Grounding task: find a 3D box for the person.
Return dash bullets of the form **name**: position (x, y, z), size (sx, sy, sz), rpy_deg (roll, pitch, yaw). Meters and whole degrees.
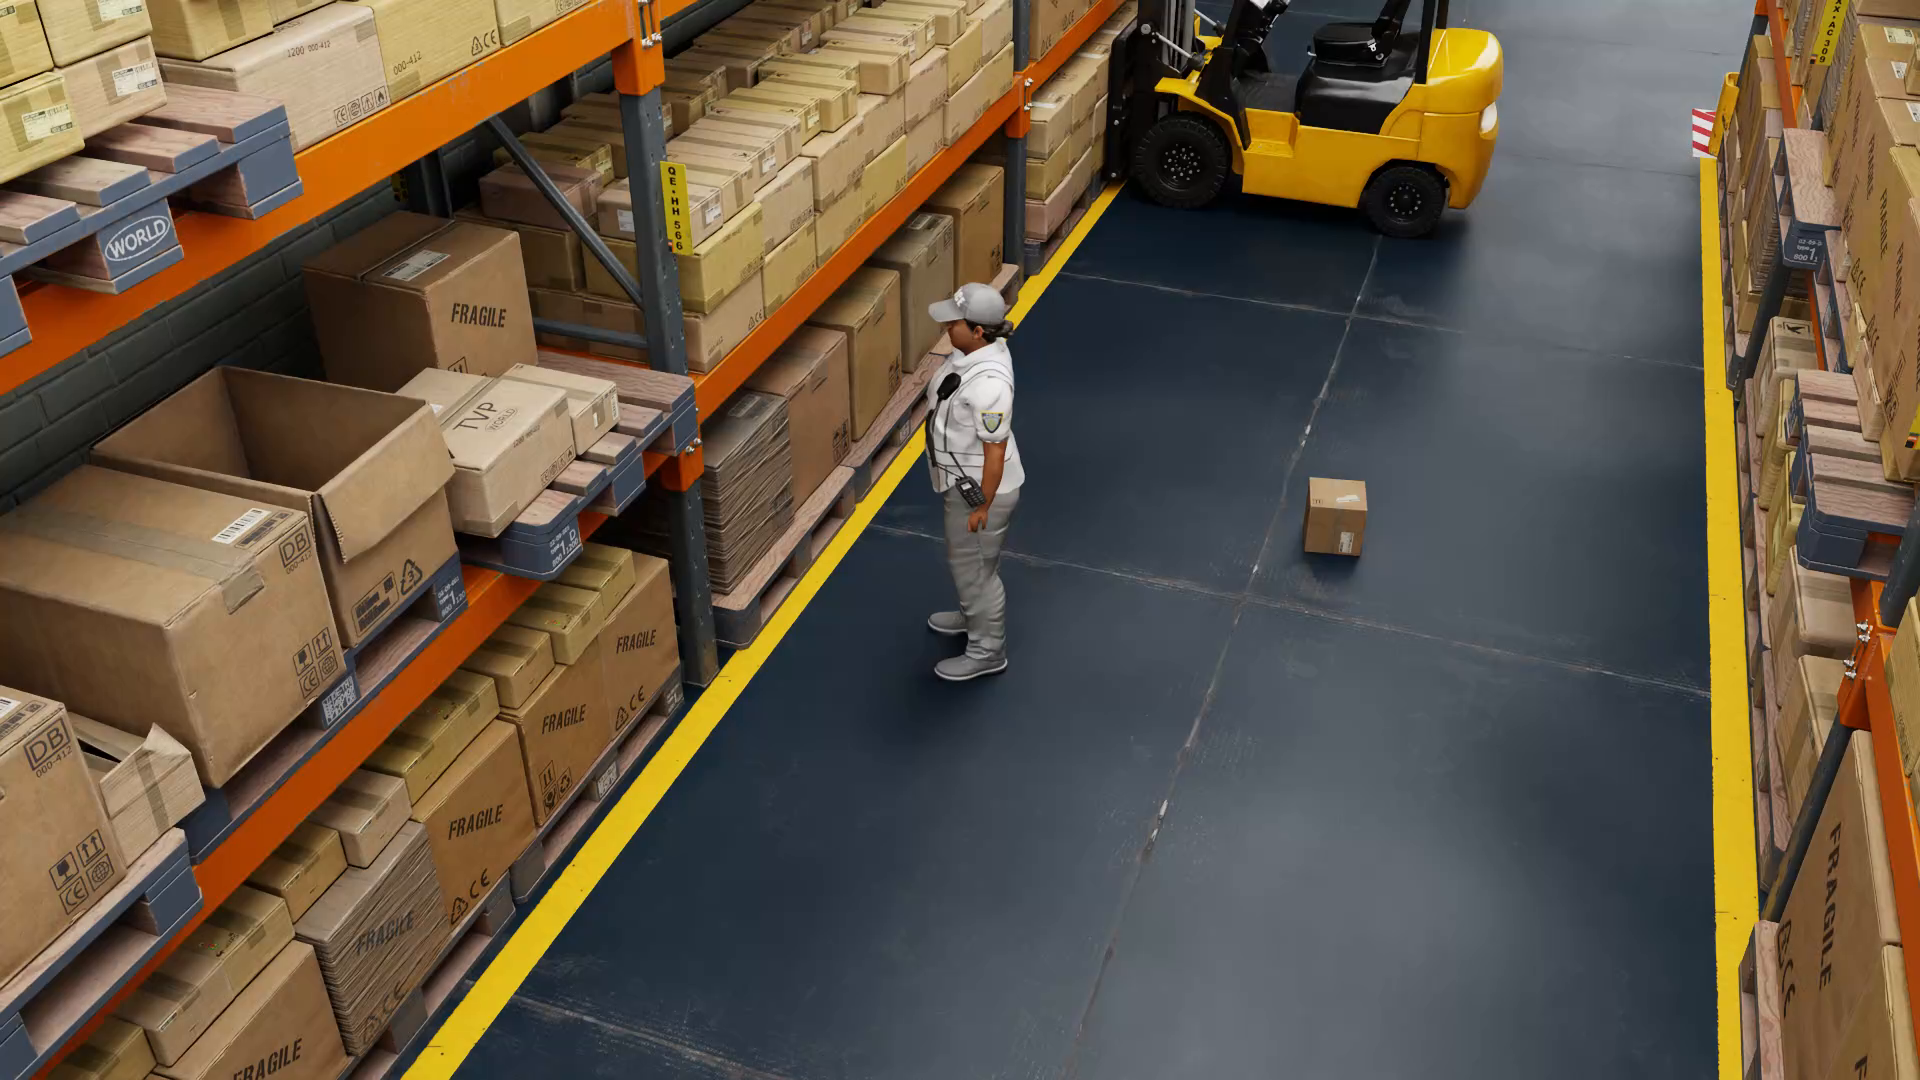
- **person**: position (0.049, -0.229, 6.485), size (0.387, 1.669, 0.484), rpy_deg (-2, 34, -3)
